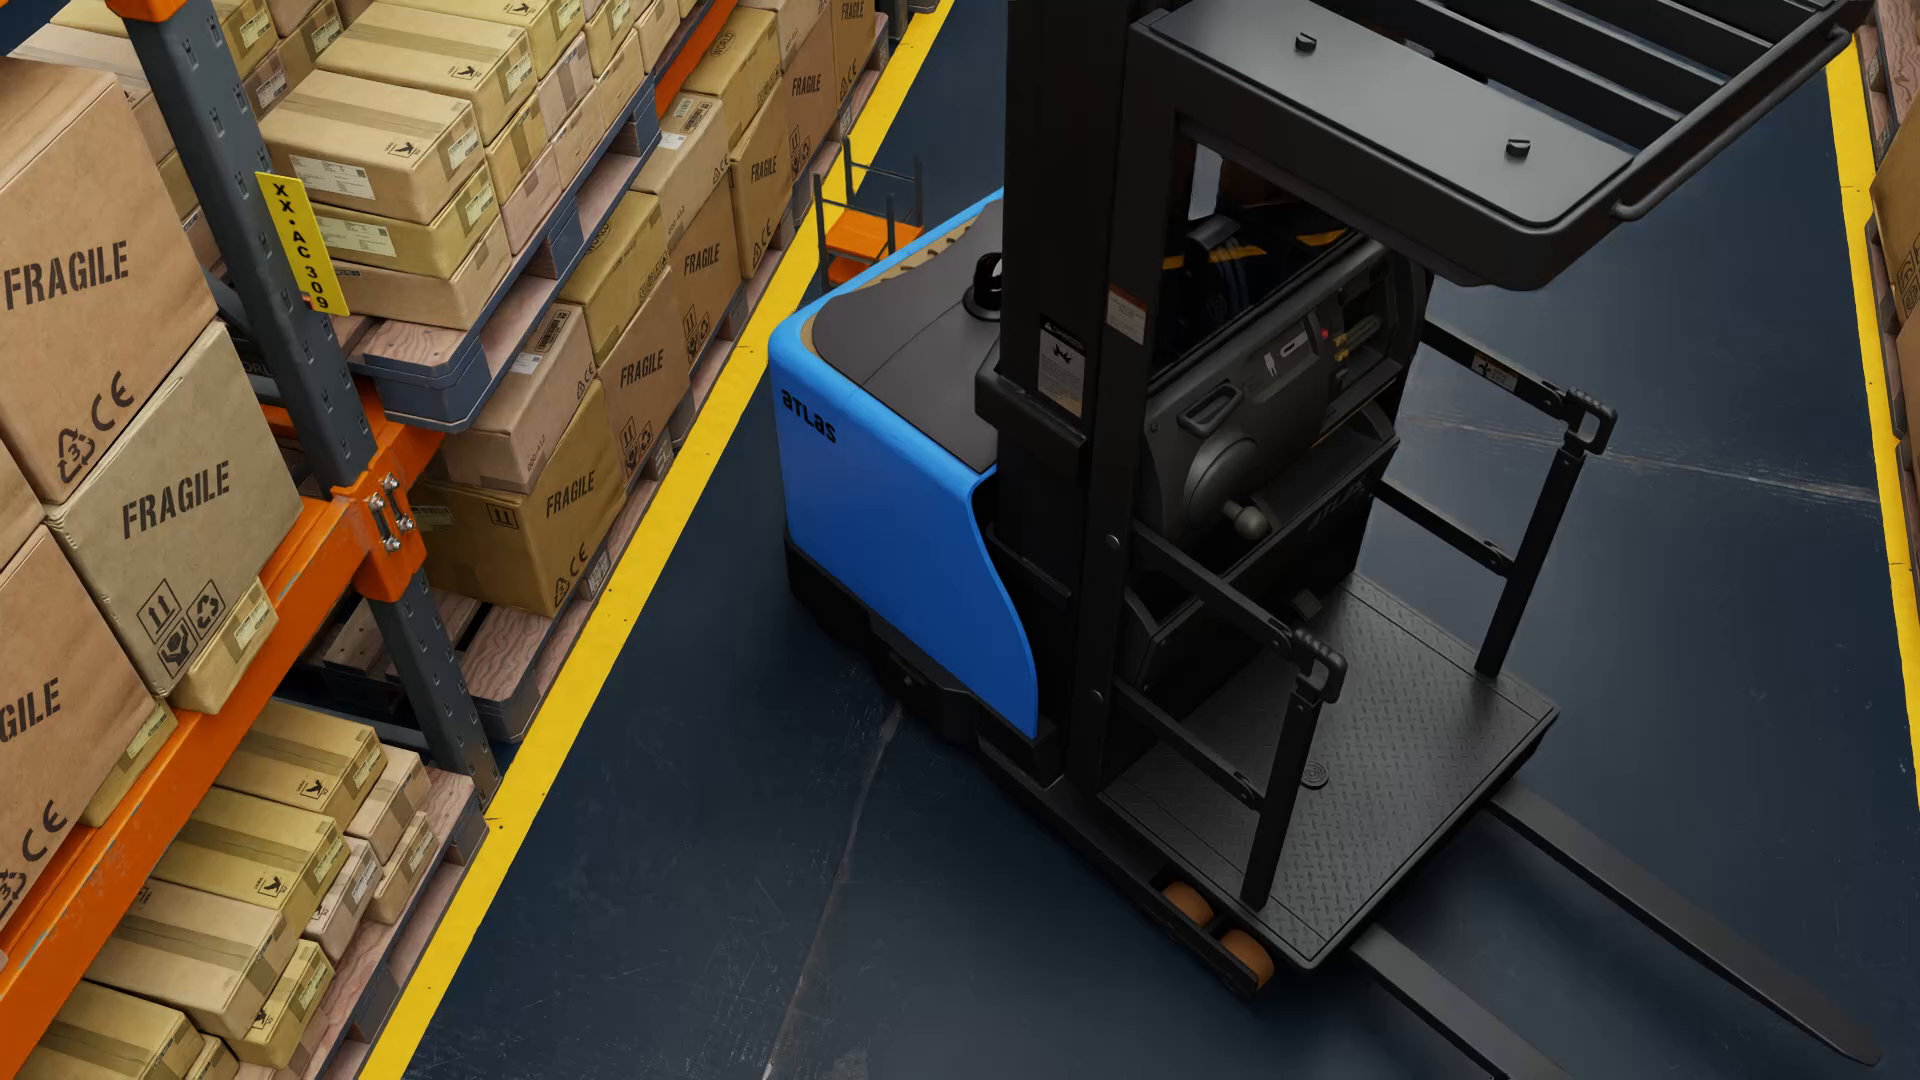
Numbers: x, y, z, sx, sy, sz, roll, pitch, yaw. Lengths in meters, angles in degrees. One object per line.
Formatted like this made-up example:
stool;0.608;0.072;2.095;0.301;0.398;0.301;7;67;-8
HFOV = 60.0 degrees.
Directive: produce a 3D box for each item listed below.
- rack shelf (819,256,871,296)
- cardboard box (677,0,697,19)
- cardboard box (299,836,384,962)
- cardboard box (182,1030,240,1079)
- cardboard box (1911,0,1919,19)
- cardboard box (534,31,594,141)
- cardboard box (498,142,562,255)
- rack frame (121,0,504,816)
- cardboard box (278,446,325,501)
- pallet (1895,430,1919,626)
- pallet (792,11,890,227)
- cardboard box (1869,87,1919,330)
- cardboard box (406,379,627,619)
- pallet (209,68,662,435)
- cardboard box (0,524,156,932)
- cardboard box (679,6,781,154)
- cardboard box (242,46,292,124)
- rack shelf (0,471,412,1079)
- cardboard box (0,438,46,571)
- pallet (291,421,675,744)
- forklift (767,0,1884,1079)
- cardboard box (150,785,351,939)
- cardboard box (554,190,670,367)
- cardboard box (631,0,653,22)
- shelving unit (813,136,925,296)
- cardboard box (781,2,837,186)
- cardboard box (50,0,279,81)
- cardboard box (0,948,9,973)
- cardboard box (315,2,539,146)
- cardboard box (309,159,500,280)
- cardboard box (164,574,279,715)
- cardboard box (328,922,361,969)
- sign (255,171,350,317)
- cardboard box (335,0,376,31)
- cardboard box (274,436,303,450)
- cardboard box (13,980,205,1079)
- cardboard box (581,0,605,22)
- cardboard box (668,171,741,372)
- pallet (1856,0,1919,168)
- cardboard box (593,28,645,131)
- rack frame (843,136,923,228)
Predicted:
rack shelf;-0.253;-0.759;4.859;0.258;0.103;0.180;18;51;15
cardboard box;-0.891;-1.569;4.522;0.380;0.149;0.250;11;49;9
cardboard box;-1.612;0.821;3.948;0.380;0.149;0.250;9;49;8
cardboard box;-1.827;1.180;3.631;0.380;0.149;0.250;12;50;10
cardboard box;4.325;-2.426;6.764;0.700;0.500;0.500;8;49;7
cardboard box;-1.096;-1.097;3.906;0.380;0.149;0.250;13;50;11
cardboard box;-1.162;-0.826;3.865;0.380;0.149;0.250;12;50;11
rack frame;-1.777;-0.374;3.579;1.000;3.000;0.127;12;50;10
cardboard box;-1.825;-0.271;4.875;0.500;0.500;0.500;11;49;9
pallet;3.431;0.143;4.983;1.003;0.211;1.213;12;50;10
pallet;-0.931;-1.779;6.680;1.003;0.211;1.213;12;50;10
cardboard box;3.833;-1.156;5.407;1.225;0.875;0.875;9;49;8
cardboard box;-1.327;-0.168;4.785;0.500;0.500;0.500;13;50;11
pallet;-1.435;-0.834;4.114;1.003;0.211;1.213;12;50;10
cardboard box;-1.770;0.276;2.741;0.500;0.500;0.500;10;49;9
cardboard box;-0.923;-1.549;5.503;0.500;0.250;0.500;13;50;11
cardboard box;-1.795;-1.046;3.861;0.380;0.149;0.250;12;50;10
rack shelf;-2.303;1.311;2.572;1.077;0.370;4.000;12;50;10
cardboard box;-1.771;-0.068;2.377;0.500;0.500;0.500;10;49;9
pallet;-1.573;-0.015;5.122;1.003;0.211;1.213;12;50;10
forklift;0.872;-0.263;3.527;1.130;2.935;3.031;-36;58;-28
cardboard box;-1.648;0.735;3.825;0.380;0.149;0.250;12;50;11
cardboard box;-1.190;-0.802;4.844;0.500;0.250;0.500;13;50;11
cardboard box;-0.959;-1.481;4.245;0.380;0.149;0.250;13;50;12
shelving unit;-0.253;-0.630;5.005;0.258;1.200;0.189;18;51;15
cardboard box;-0.785;-1.677;6.116;0.500;0.500;0.500;13;50;12
cardboard box;-1.790;-1.150;3.755;0.380;0.149;0.250;10;49;9
cardboard box;-1.851;0.735;2.768;0.380;0.149;0.250;10;49;8
cardboard box;-1.162;-1.024;3.643;0.380;0.149;0.250;13;50;11
cardboard box;-1.230;-0.722;3.576;0.380;0.149;0.250;12;50;11
cardboard box;-1.589;0.170;3.267;0.380;0.149;0.250;10;49;9
cardboard box;-1.701;0.953;4.030;0.380;0.149;0.250;13;50;11
sign;-1.251;-0.559;3.165;0.100;0.325;0.005;12;50;10
cardboard box;-1.659;-1.423;4.195;0.380;0.149;0.250;10;49;9
cardboard box;-1.825;-0.522;4.597;0.500;0.250;0.500;10;49;9
cardboard box;-1.851;1.089;3.513;0.380;0.149;0.250;13;50;11
cardboard box;-1.024;-1.389;3.966;0.380;0.149;0.250;11;49;10
cardboard box;-1.064;-0.932;5.459;0.500;0.500;0.500;12;50;11
pallet;4.241;-1.857;6.749;1.003;0.211;1.213;12;50;10
cardboard box;-1.026;-1.187;4.184;0.380;0.149;0.250;12;50;10
rack frame;-0.216;-0.693;5.061;0.240;1.200;0.006;18;51;15
